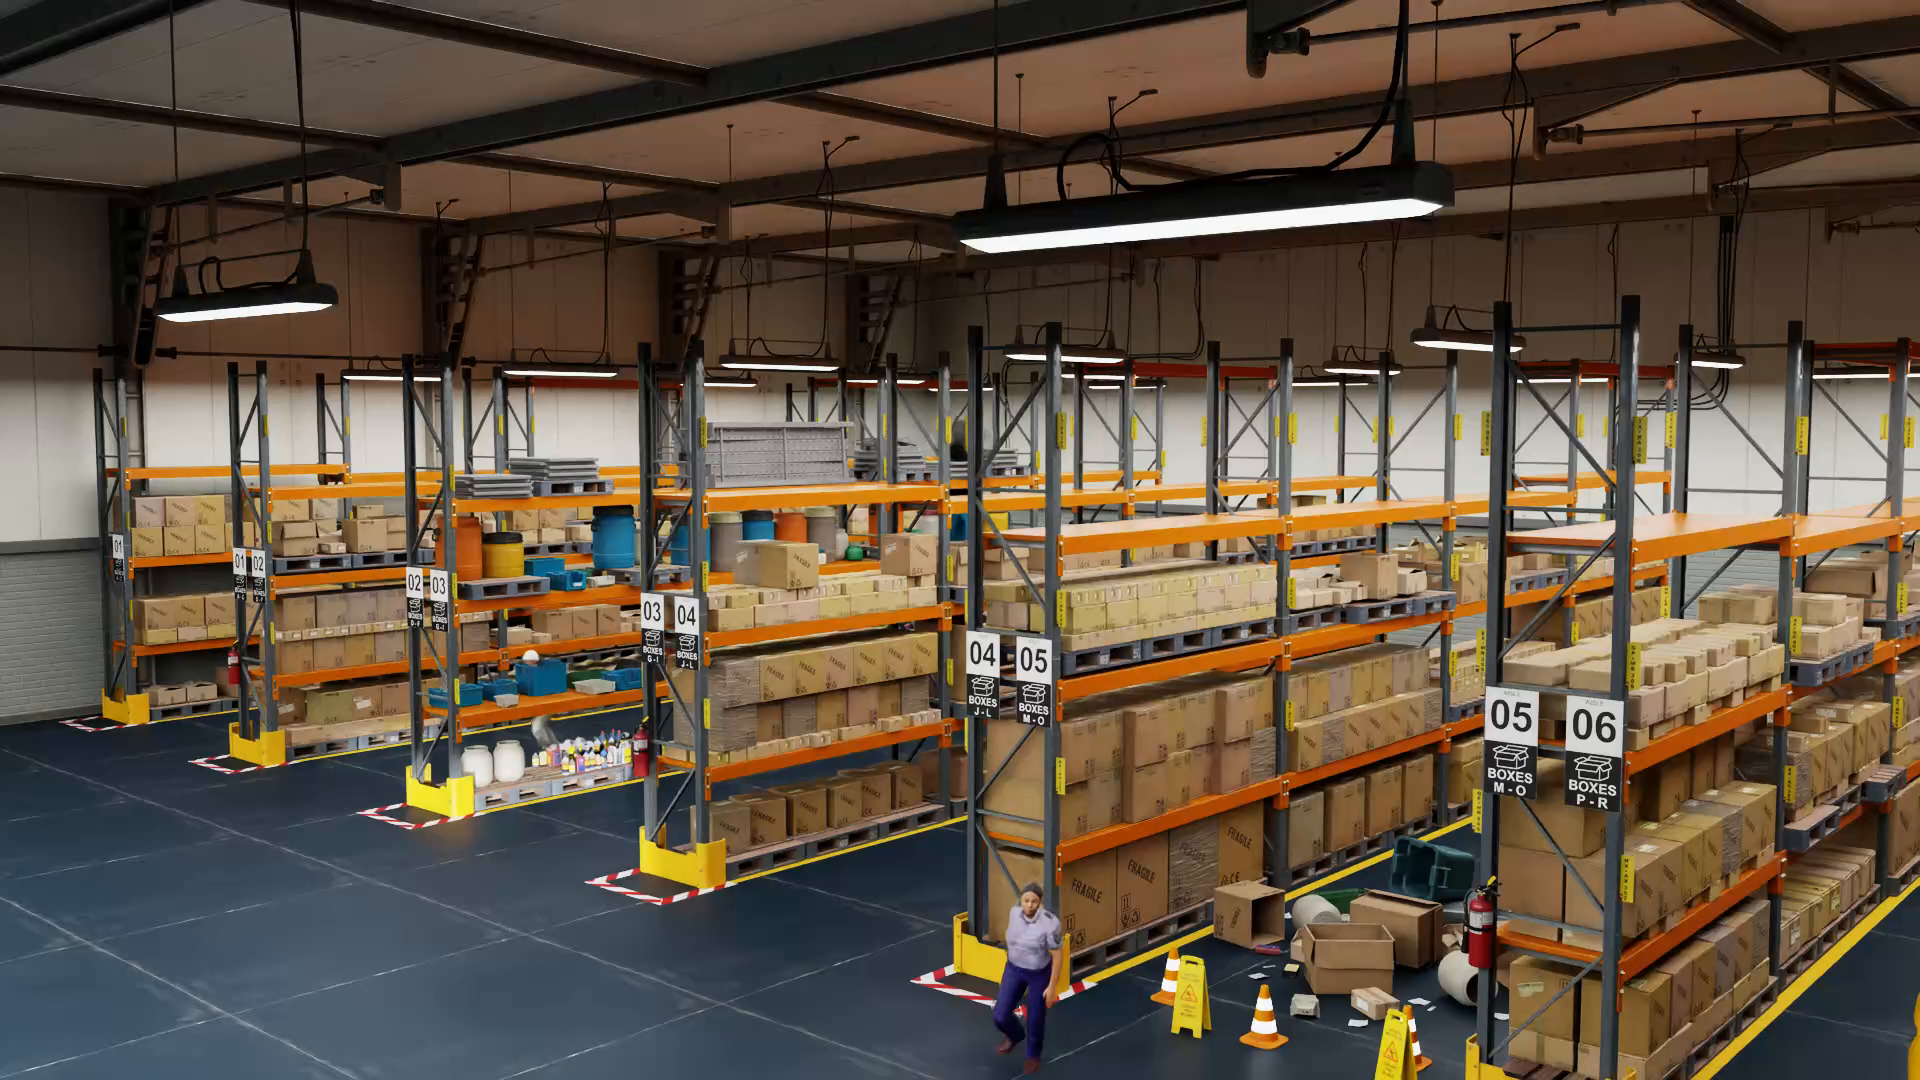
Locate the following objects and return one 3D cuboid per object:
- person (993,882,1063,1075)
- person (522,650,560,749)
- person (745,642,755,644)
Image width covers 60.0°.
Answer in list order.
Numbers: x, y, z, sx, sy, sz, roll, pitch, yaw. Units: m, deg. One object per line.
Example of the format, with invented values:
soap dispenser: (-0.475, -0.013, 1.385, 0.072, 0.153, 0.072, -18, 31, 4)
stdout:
person: (0.539, 3.418, 13.045, 0.639, 1.604, 0.553, 2, 5, 22)
person: (-6.283, 2.483, 24.899, 0.652, 1.704, 0.961, 2, 5, 30)
person: (-3.687, 2.214, 28.565, 0.705, 1.733, 0.649, 2, 5, 26)
